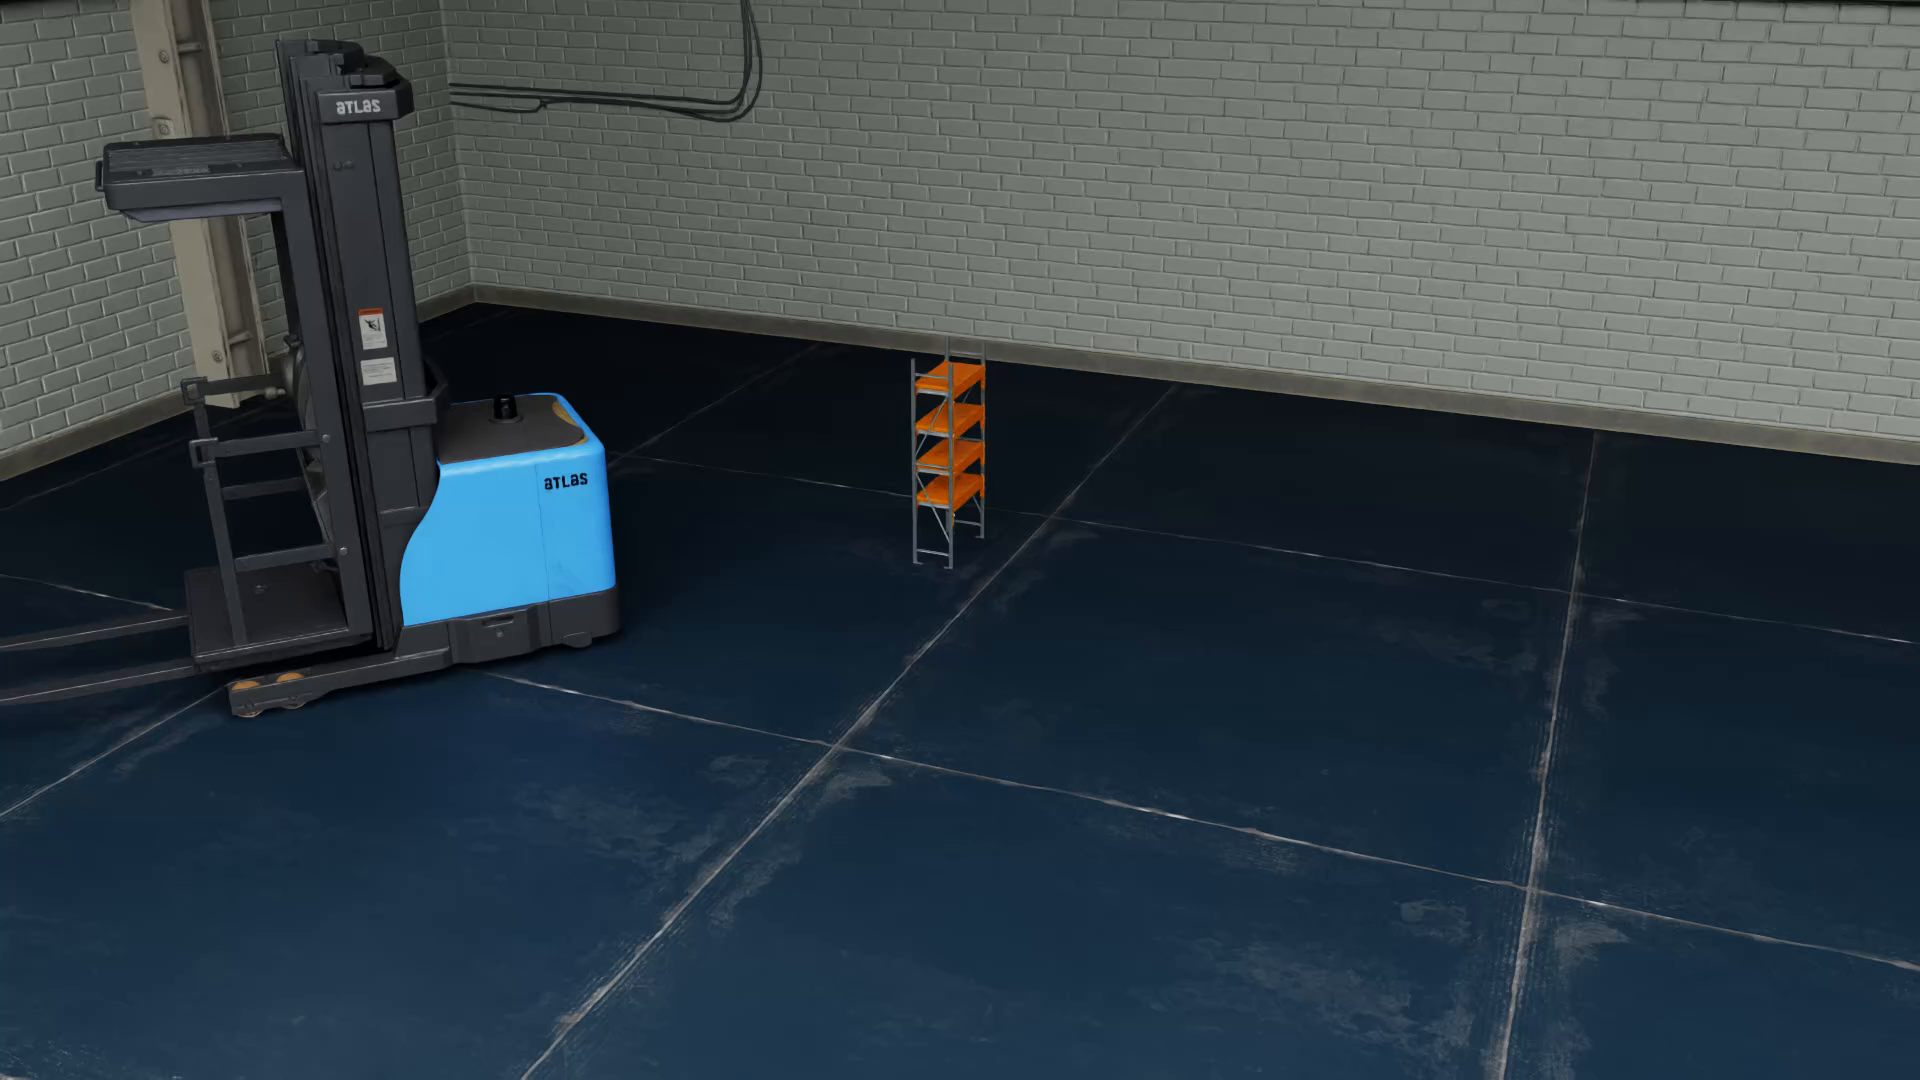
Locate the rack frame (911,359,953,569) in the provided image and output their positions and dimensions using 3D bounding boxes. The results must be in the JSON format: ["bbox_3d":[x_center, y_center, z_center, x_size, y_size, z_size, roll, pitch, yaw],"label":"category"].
[{"bbox_3d":[-0.152,-0.407,9.168,0.240,1.200,0.015,9,24,20],"label":"rack frame"}]

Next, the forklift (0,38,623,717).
[{"bbox_3d":[-3.284,-0.756,7.757,3.031,2.935,1.130,-10,25,-23],"label":"forklift"}]

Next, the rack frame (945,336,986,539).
[{"bbox_3d":[0.029,-0.582,9.586,0.240,1.200,0.015,9,24,20],"label":"rack frame"}]

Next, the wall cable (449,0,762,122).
[{"bbox_3d":[-2.992,-4.629,13.185,3.097,2.526,0.112,9,24,20],"label":"wall cable"}]

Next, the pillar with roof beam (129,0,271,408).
[{"bbox_3d":[-1.317,-4.581,9.041,9.100,9.000,0.400,9,24,20],"label":"pillar with roof beam"}]

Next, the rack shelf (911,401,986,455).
[{"bbox_3d":[-0.062,-0.639,9.317,0.258,0.148,0.480,9,24,20],"label":"rack shelf"}]

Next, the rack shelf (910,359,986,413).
[{"bbox_3d":[-0.062,-0.857,9.225,0.258,0.148,0.480,9,24,20],"label":"rack shelf"}]

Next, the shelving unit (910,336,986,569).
[{"bbox_3d":[-0.061,-0.494,9.377,0.258,1.200,0.503,9,24,20],"label":"shelving unit"}]

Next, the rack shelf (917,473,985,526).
[{"bbox_3d":[-0.061,-0.249,9.479,0.258,0.148,0.480,9,24,20],"label":"rack shelf"}]

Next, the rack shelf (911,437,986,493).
[{"bbox_3d":[-0.061,-0.432,9.403,0.258,0.148,0.480,9,24,20],"label":"rack shelf"}]
